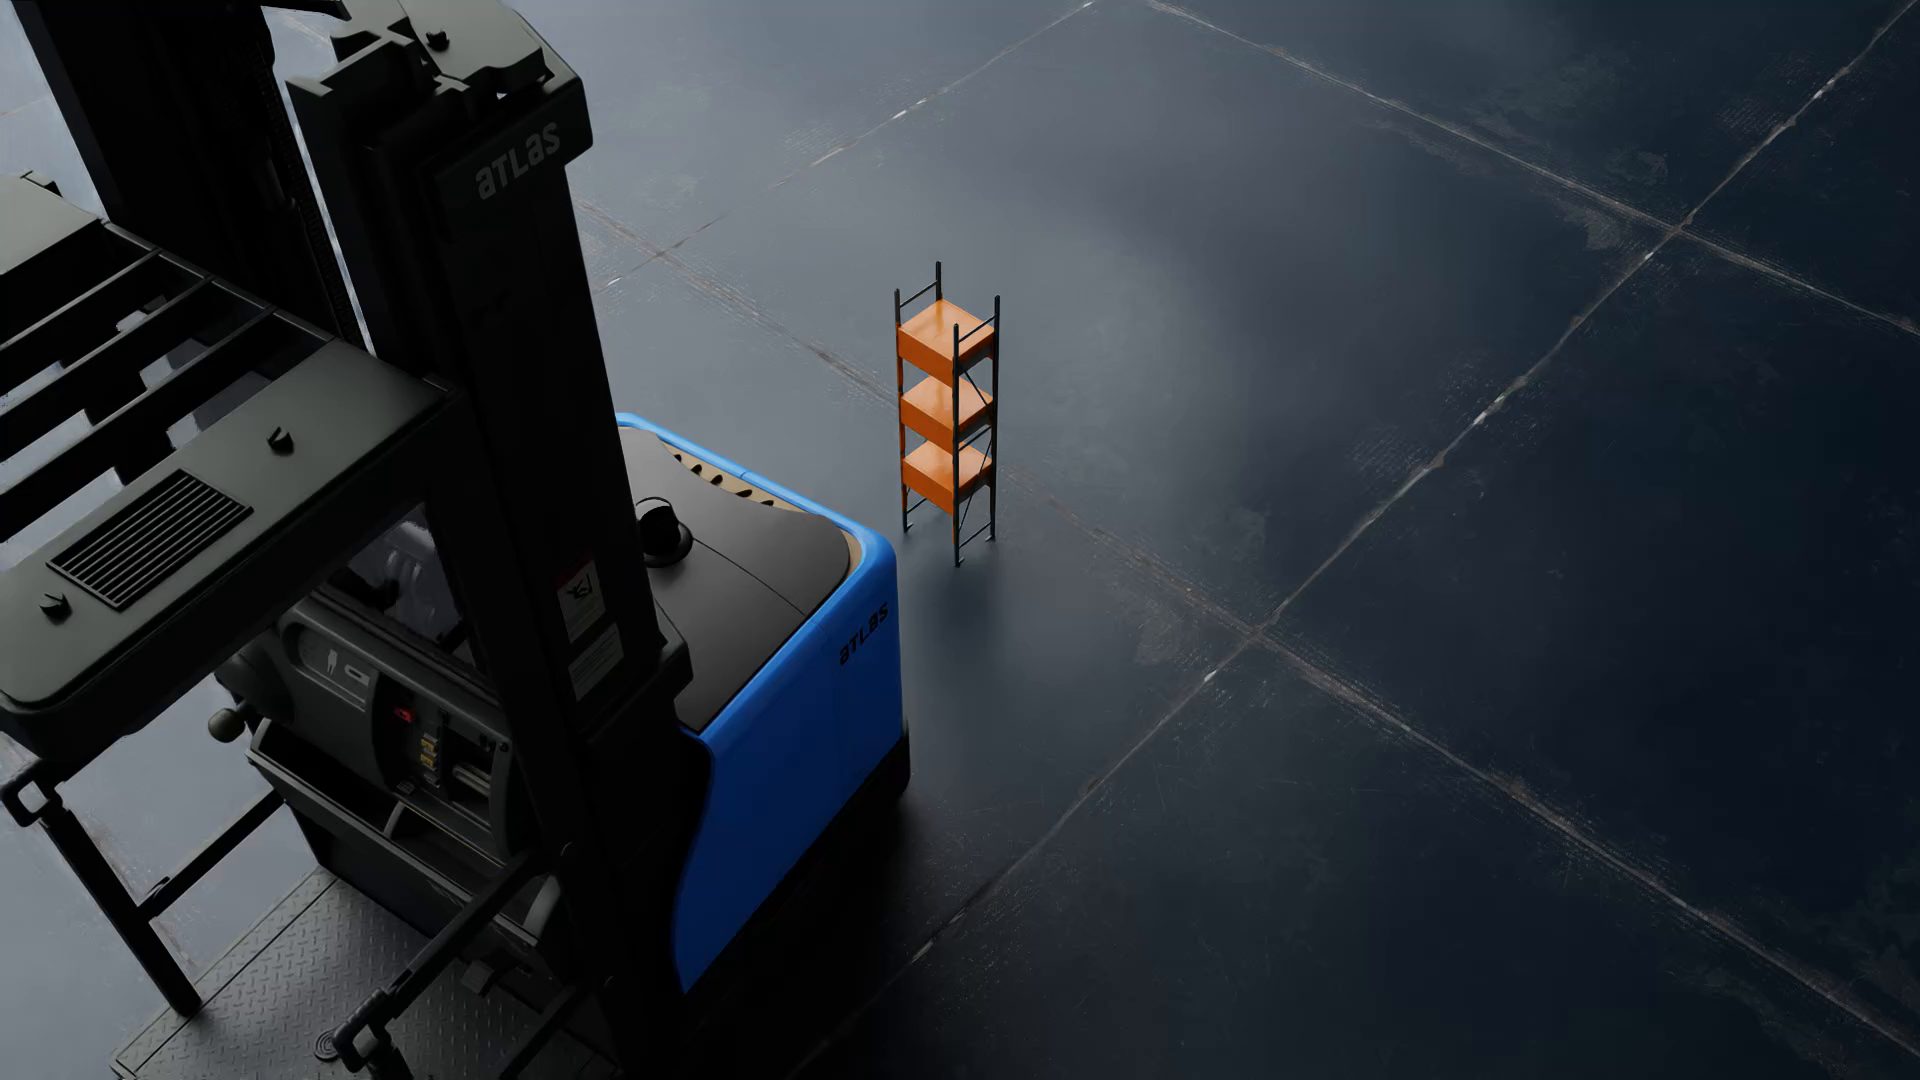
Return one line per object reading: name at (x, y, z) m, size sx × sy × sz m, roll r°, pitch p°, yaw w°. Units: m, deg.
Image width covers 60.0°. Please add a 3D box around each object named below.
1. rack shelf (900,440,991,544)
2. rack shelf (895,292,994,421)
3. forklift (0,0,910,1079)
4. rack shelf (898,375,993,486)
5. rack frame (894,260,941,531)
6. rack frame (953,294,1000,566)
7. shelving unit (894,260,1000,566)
rack shelf at (-0.039, -0.188, 5.602) m, size 0.240 × 0.259 × 0.215 m, roll 34°, pitch 55°, yaw 28°
rack shelf at (-0.039, -0.573, 5.193) m, size 0.240 × 0.259 × 0.215 m, roll 34°, pitch 55°, yaw 28°
forklift at (-1.378, 0.442, 3.325) m, size 1.130 × 2.935 × 3.031 m, roll 26°, pitch 52°, yaw 22°
rack shelf at (-0.039, -0.379, 5.400) m, size 0.240 × 0.259 × 0.215 m, roll 34°, pitch 55°, yaw 28°
rack frame at (-0.129, -0.446, 5.449) m, size 0.008 × 1.050 × 0.200 m, roll 34°, pitch 55°, yaw 28°
rack frame at (0.050, -0.326, 5.335) m, size 0.008 × 1.050 × 0.200 m, roll 34°, pitch 55°, yaw 28°
shelving unit at (-0.039, -0.386, 5.392) m, size 0.252 × 1.050 × 0.215 m, roll 34°, pitch 55°, yaw 28°
